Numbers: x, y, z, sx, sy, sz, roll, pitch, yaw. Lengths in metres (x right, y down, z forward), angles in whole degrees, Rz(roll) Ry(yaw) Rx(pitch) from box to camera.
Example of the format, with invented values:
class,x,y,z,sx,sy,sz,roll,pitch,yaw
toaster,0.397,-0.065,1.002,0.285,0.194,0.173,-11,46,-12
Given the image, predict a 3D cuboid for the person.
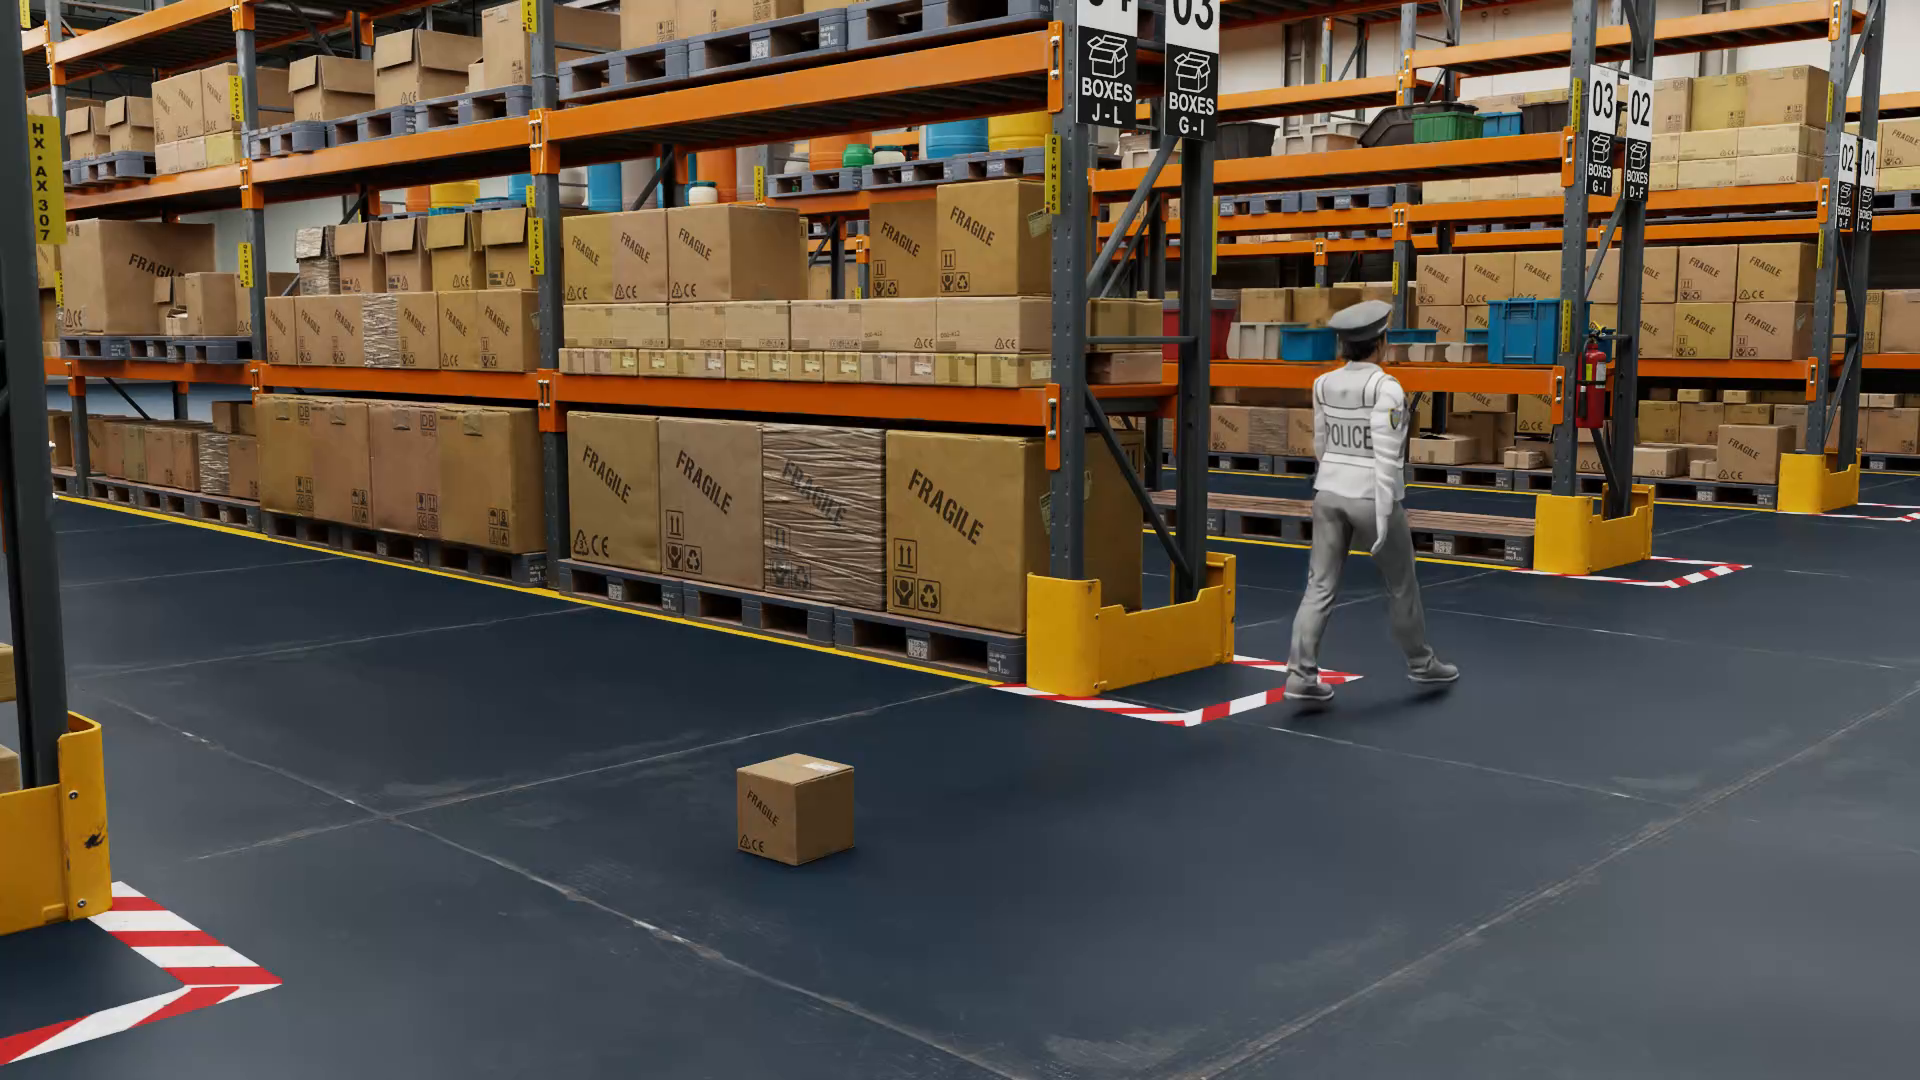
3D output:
class,x,y,z,sx,sy,sz,roll,pitch,yaw
person,1.707,-0.175,6.935,0.962,1.638,0.489,-7,10,-44
